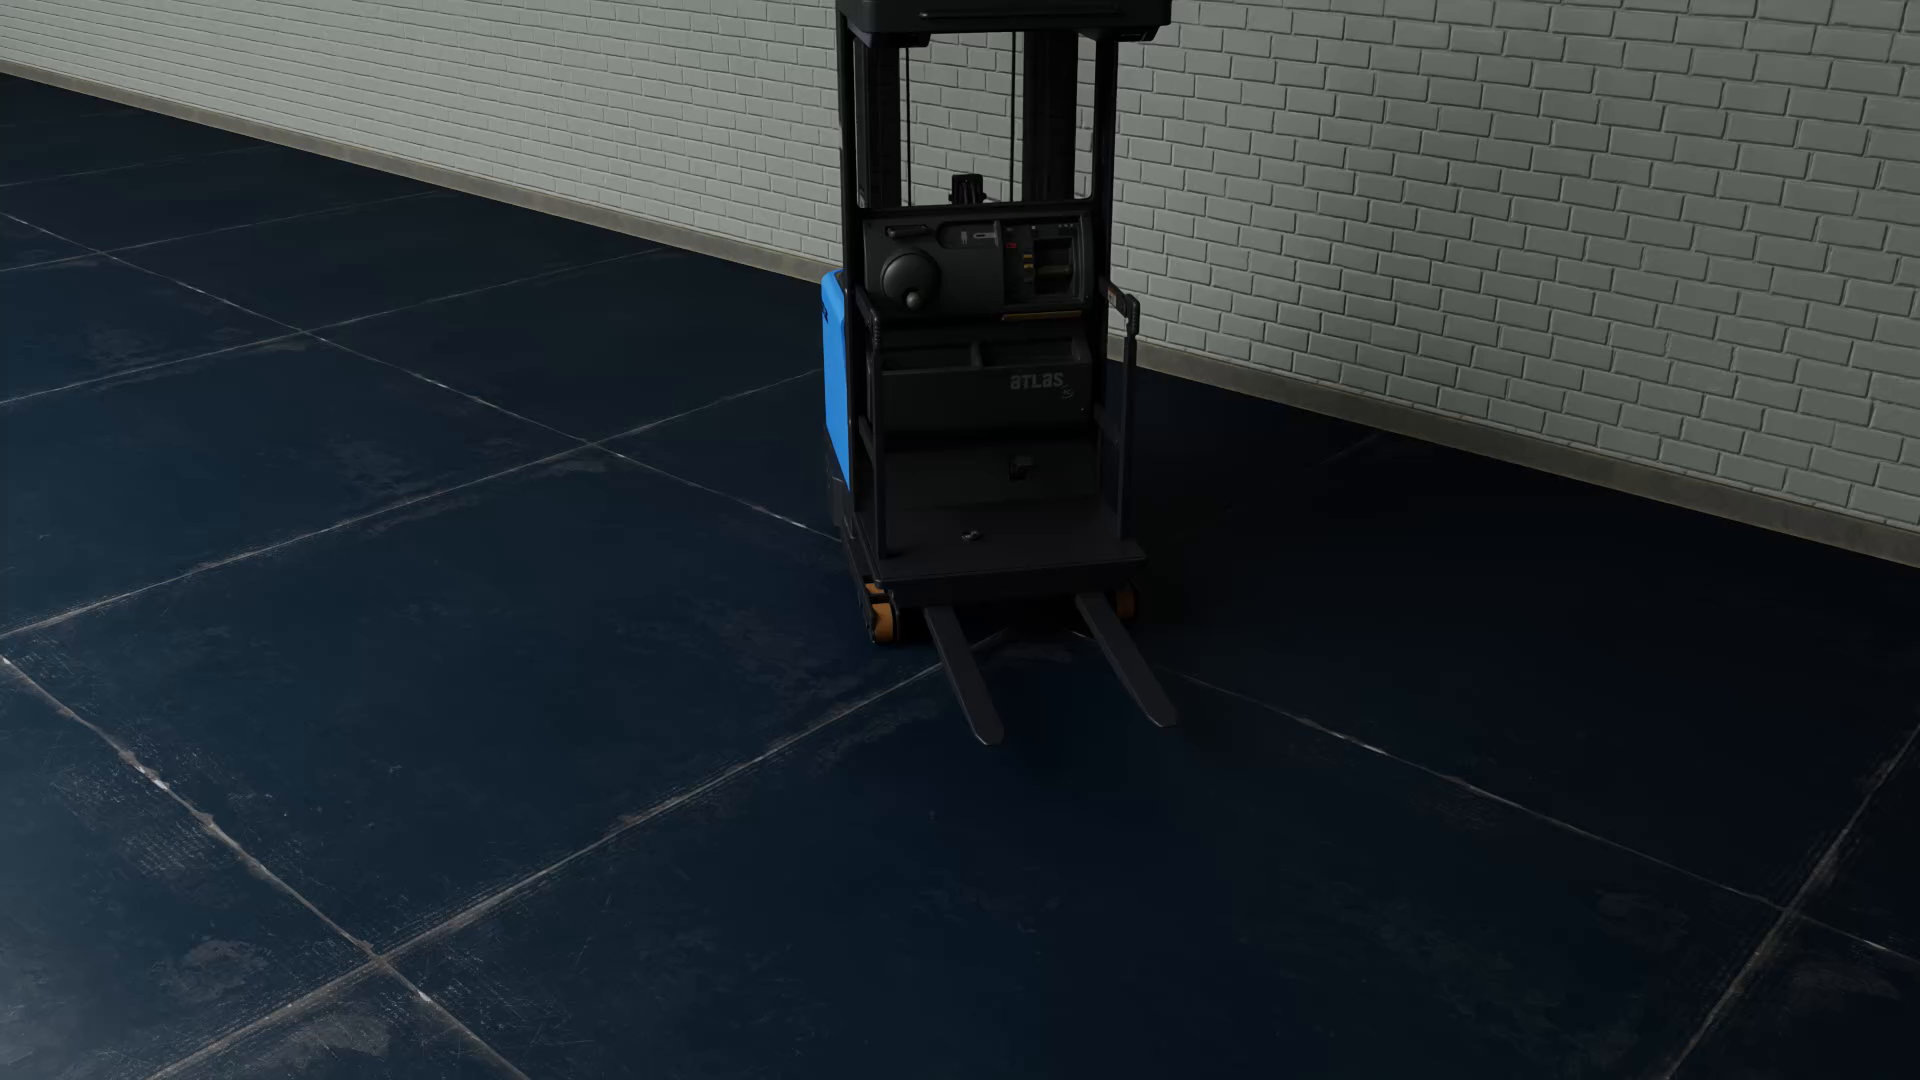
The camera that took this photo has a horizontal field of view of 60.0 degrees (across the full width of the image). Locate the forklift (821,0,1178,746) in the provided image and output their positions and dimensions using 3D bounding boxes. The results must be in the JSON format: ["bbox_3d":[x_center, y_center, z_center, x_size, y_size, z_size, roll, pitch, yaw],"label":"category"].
[{"bbox_3d":[0.121,-1.085,6.449,1.130,2.935,3.031,-5,25,-10],"label":"forklift"}]
